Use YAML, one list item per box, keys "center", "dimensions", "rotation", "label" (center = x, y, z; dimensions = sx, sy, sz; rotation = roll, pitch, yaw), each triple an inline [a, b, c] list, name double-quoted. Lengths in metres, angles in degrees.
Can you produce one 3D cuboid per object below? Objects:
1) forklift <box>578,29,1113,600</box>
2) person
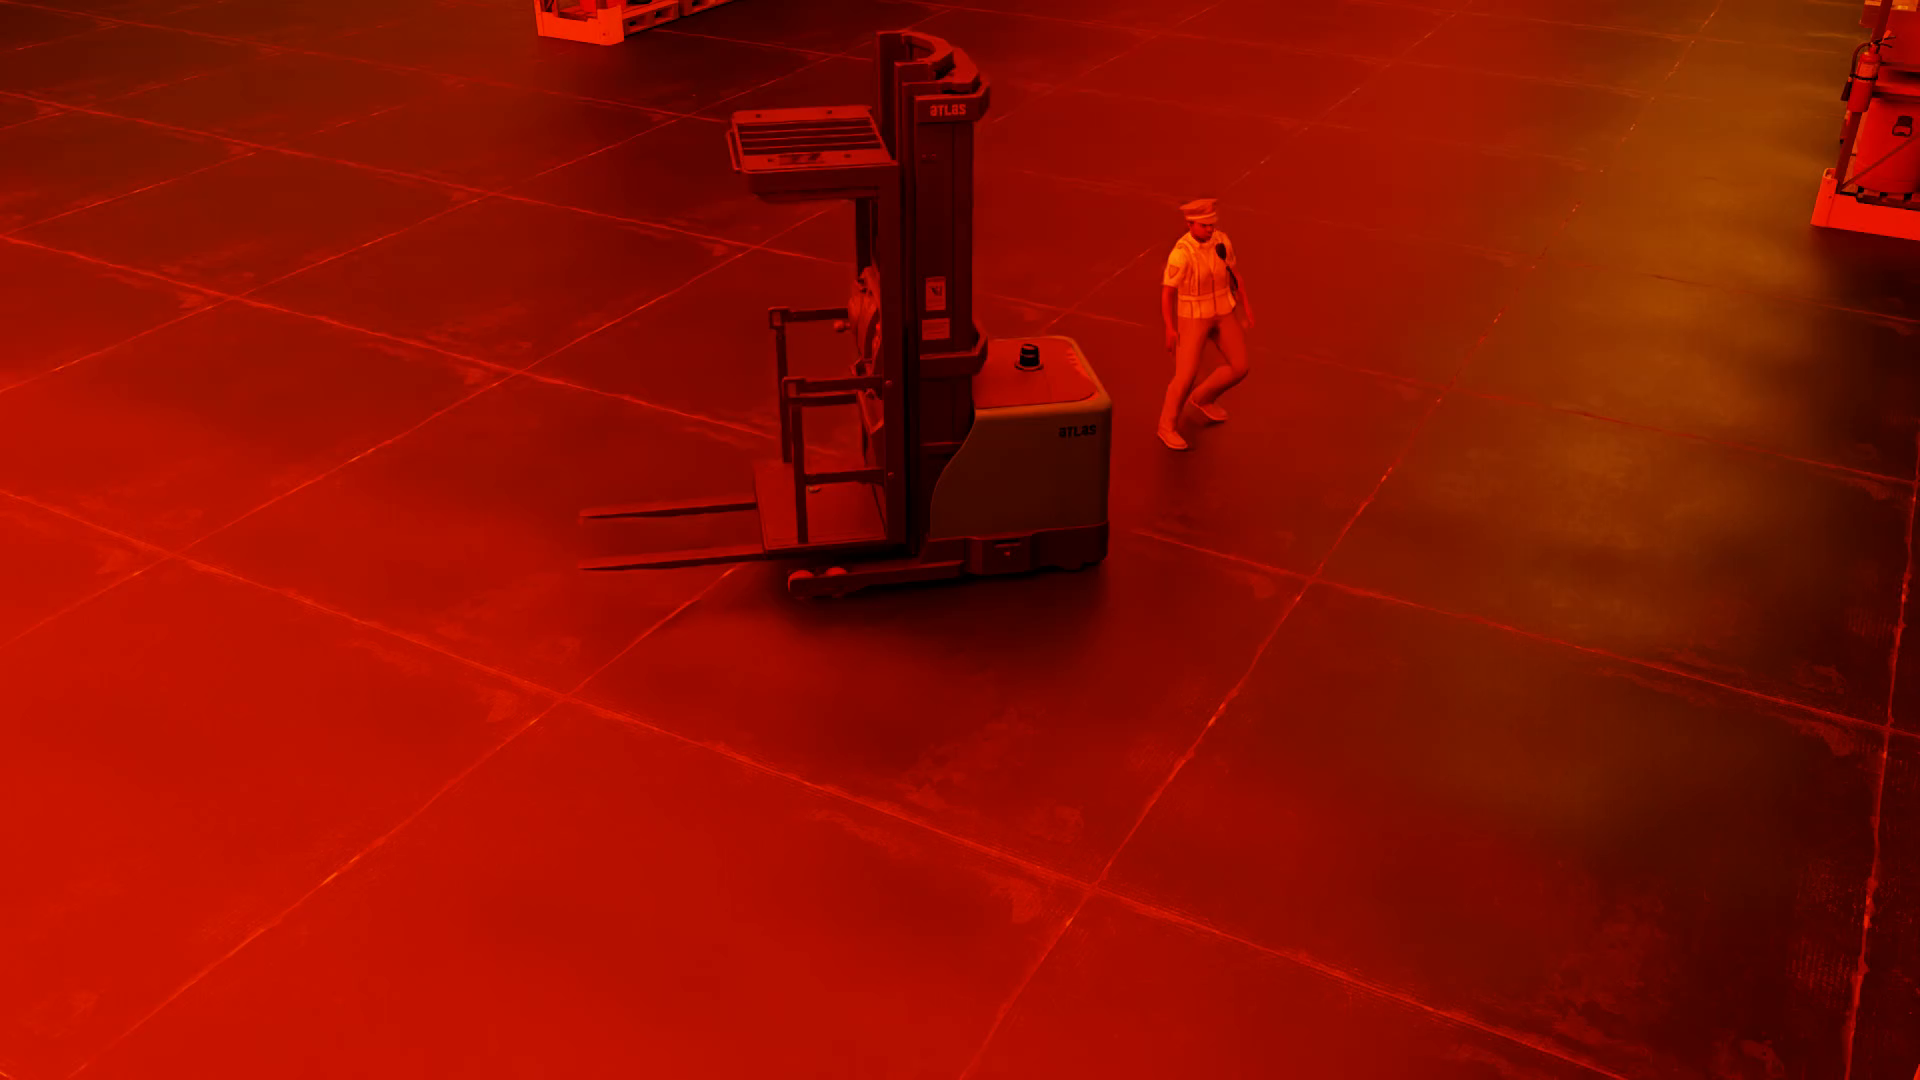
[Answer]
- center: [-0.701, -1.215, 9.176]
  dimensions: [3.031, 2.935, 1.130]
  rotation: [-5, 30, -9]
  label: "forklift"
- center: [1.588, -1.448, 10.920]
  dimensions: [0.700, 1.582, 0.573]
  rotation: [-12, 32, -20]
  label: "person"
